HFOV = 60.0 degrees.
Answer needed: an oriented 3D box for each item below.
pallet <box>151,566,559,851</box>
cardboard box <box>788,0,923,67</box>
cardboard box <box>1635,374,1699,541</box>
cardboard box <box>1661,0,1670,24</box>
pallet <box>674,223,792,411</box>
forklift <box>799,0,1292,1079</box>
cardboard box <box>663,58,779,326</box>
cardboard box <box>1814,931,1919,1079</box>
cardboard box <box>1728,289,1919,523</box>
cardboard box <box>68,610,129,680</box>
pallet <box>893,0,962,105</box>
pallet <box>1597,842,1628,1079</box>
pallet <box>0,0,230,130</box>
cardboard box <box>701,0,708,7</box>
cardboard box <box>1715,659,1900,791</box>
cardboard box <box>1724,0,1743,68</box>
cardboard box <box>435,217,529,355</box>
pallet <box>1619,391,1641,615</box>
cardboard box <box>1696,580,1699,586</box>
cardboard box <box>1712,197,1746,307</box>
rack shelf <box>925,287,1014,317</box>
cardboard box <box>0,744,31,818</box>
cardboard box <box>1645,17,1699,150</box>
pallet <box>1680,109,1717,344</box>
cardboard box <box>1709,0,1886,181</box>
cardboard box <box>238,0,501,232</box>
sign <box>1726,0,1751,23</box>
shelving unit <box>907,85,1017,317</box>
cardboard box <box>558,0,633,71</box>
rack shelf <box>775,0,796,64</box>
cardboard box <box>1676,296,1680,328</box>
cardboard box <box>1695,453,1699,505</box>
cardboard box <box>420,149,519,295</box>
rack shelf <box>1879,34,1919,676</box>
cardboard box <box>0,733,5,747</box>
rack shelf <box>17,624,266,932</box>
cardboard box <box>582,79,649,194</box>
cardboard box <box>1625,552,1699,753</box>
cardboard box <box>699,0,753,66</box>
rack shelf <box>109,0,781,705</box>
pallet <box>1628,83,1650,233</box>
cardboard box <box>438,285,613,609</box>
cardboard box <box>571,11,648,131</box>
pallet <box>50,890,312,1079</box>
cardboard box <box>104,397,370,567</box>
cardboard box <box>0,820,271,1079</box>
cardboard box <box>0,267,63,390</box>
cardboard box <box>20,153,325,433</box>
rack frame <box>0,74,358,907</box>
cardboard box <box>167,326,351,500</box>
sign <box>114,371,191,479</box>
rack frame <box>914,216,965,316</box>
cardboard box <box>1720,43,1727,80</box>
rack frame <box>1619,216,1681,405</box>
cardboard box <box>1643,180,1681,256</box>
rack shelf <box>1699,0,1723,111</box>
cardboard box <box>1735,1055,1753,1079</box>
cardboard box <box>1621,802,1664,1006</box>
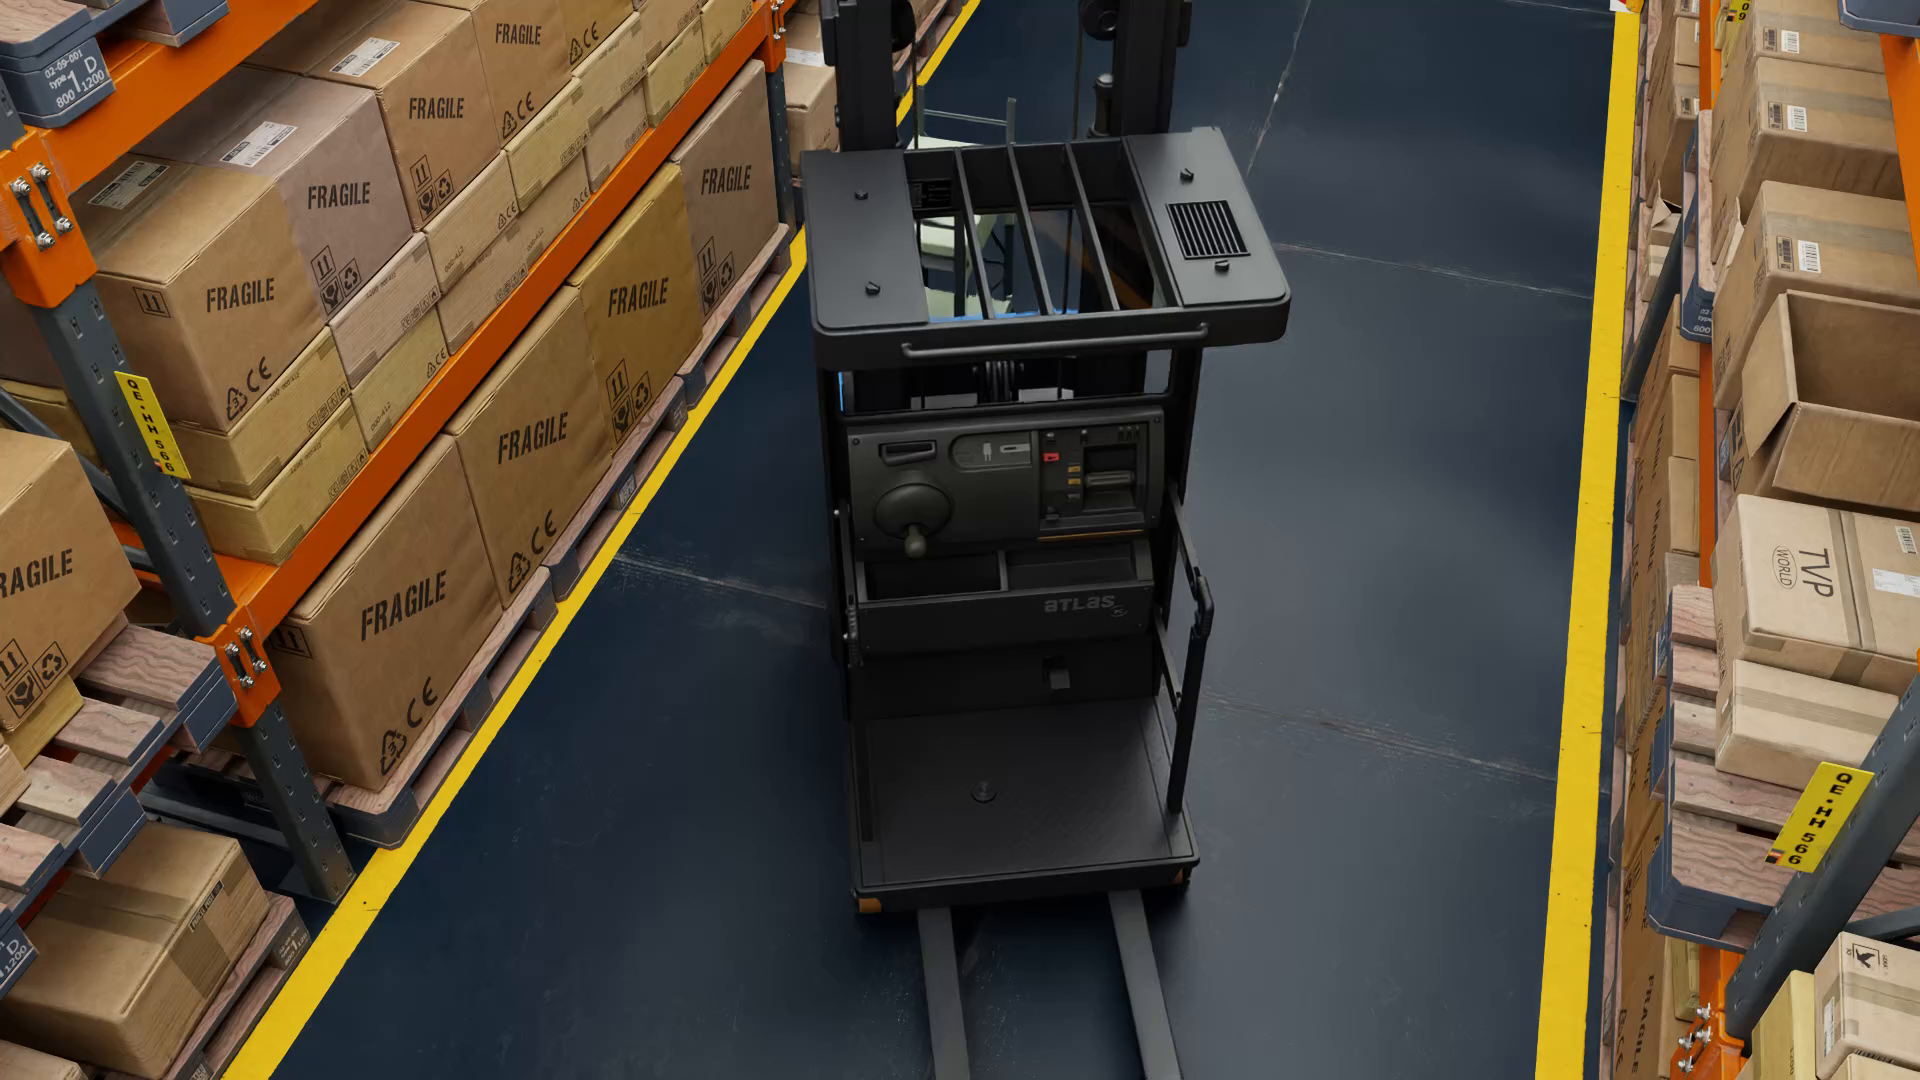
[{"bbox_3d":[-2.211,0.483,6.106,1.003,0.211,1.213,13,46,13],"label":"pallet"},{"bbox_3d":[-0.747,-2.898,9.098,0.875,0.438,0.875,11,45,11],"label":"cardboard box"},{"bbox_3d":[2.909,-0.247,6.345,0.500,0.500,0.500,12,46,12],"label":"cardboard box"},{"bbox_3d":[4.357,-3.158,9.318,0.797,0.503,0.637,11,45,11],"label":"cardboard box"},{"bbox_3d":[-1.472,-1.144,7.768,1.003,0.211,1.213,13,46,13],"label":"pallet"},{"bbox_3d":[0.166,-0.077,4.733,1.130,2.935,3.031,-4,45,-5],"label":"forklift"},{"bbox_3d":[-1.422,-1.631,7.491,0.875,0.875,0.875,14,46,14],"label":"cardboard box"},{"bbox_3d":[1.833,0.927,3.123,0.380,0.149,0.250,14,46,14],"label":"cardboard box"},{"bbox_3d":[2.528,-0.270,4.507,0.797,0.503,0.637,12,46,12],"label":"cardboard box"},{"bbox_3d":[-2.397,0.204,4.277,0.380,0.149,0.250,14,46,14],"label":"cardboard box"},{"bbox_3d":[-0.638,-2.980,9.645,1.003,0.211,1.213,13,46,12],"label":"pallet"},{"bbox_3d":[2.472,1.551,5.014,1.003,0.211,1.213,13,46,13],"label":"pallet"},{"bbox_3d":[-2.377,-1.450,4.077,1.213,0.211,1.003,15,46,14],"label":"pallet"},{"bbox_3d":[-1.212,-2.450,6.859,0.500,0.250,0.500,12,46,12],"label":"cardboard box"},{"bbox_3d":[2.043,0.465,4.010,0.380,0.149,0.250,13,46,13],"label":"cardboard box"},{"bbox_3d":[3.343,-2.066,6.611,0.500,0.250,0.500,14,46,14],"label":"cardboard box"},{"bbox_3d":[-1.831,-0.918,5.651,0.500,0.250,0.500,14,46,14],"label":"cardboard box"},{"bbox_3d":[3.211,-0.075,6.676,1.003,0.211,1.213,13,46,13],"label":"pallet"},{"bbox_3d":[2.546,0.295,5.327,0.380,0.149,0.250,11,45,11],"label":"cardboard box"},{"bbox_3d":[2.635,-0.879,5.300,0.396,0.266,0.258,15,46,14],"label":"cardboard box"},{"bbox_3d":[-0.079,-0.691,6.850,0.431,0.370,0.720,11,45,11],"label":"rack shelf"},{"bbox_3d":[-2.443,0.575,3.897,0.380,0.149,0.250,12,46,12],"label":"cardboard box"},{"bbox_3d":[3.806,-2.264,8.406,0.500,0.500,0.500,13,46,13],"label":"cardboard box"},{"bbox_3d":[3.075,-1.044,5.809,1.003,0.211,1.213,13,46,13],"label":"pallet"},{"bbox_3d":[3.062,-1.533,5.800,0.700,0.500,0.500,14,46,14],"label":"cardboard box"},{"bbox_3d":[-1.827,-1.349,5.197,0.500,0.500,0.500,14,46,14],"label":"cardboard box"},{"bbox_3d":[2.902,-2.041,6.072,0.100,0.325,0.005,13,46,13],"label":"sign"},{"bbox_3d":[-0.079,-0.924,6.621,0.431,1.500,0.755,11,45,11],"label":"shelving unit"},{"bbox_3d":[-1.528,-2.033,5.896,0.500,0.500,0.500,14,46,14],"label":"cardboard box"},{"bbox_3d":[-0.705,-3.747,8.949,1.077,0.370,4.000,13,46,13],"label":"rack shelf"},{"bbox_3d":[3.059,-0.928,6.577,0.380,0.149,0.250,15,46,14],"label":"cardboard box"},{"bbox_3d":[2.801,-0.209,5.842,0.380,0.149,0.250,12,46,12],"label":"cardboard box"},{"bbox_3d":[-1.813,-1.089,5.468,0.500,0.250,0.500,12,46,12],"label":"cardboard box"},{"bbox_3d":[2.816,-1.104,4.103,1.077,0.370,4.000,13,46,13],"label":"rack shelf"},{"bbox_3d":[-2.541,0.412,3.600,0.500,0.500,0.500,12,46,12],"label":"cardboard box"},{"bbox_3d":[-3.127,1.586,3.499,1.077,0.370,4.000,13,46,13],"label":"rack shelf"},{"bbox_3d":[-1.532,-1.593,6.341,0.500,0.250,0.500,11,46,11],"label":"cardboard box"},{"bbox_3d":[2.590,0.429,5.654,0.500,0.500,0.500,11,45,11],"label":"cardboard box"},{"bbox_3d":[-1.206,-2.265,7.027,0.500,0.250,0.500,12,46,12],"label":"cardboard box"},{"bbox_3d":[-1.916,-1.081,6.224,1.077,0.370,4.000,13,46,13],"label":"rack shelf"},{"bbox_3d":[3.998,-1.899,8.539,1.003,0.211,1.213,13,46,13],"label":"pallet"},{"bbox_3d":[-1.959,-0.432,6.265,0.875,0.875,0.875,13,46,13],"label":"cardboard box"},{"bbox_3d":[-1.508,-1.769,6.163,0.500,0.250,0.500,14,46,13],"label":"cardboard box"},{"bbox_3d":[-2.760,1.513,5.053,1.003,0.211,1.213,13,46,13],"label":"pallet"},{"bbox_3d":[-2.134,-0.224,4.941,0.500,0.250,0.500,12,46,12],"label":"cardboard box"},{"bbox_3d":[-2.702,1.159,4.999,0.950,0.372,0.625,10,45,10],"label":"cardboard box"},{"bbox_3d":[-2.614,-0.798,4.634,0.500,0.500,0.500,11,46,11],"label":"cardboard box"},{"bbox_3d":[-2.139,-0.675,4.508,0.500,0.500,0.500,11,45,11],"label":"cardboard box"},{"bbox_3d":[-2.522,-0.005,4.610,1.000,3.000,0.127,13,46,13],"label":"rack frame"},{"bbox_3d":[-2.133,-0.415,4.779,0.500,0.250,0.500,12,46,12],"label":"cardboard box"},{"bbox_3d":[-2.002,-0.281,4.122,0.100,0.325,0.005,13,46,13],"label":"sign"},{"bbox_3d":[-0.178,-0.677,6.370,0.400,1.500,0.023,11,45,11],"label":"rack frame"},{"bbox_3d":[3.335,-1.976,6.805,0.380,0.149,0.250,14,46,14],"label":"cardboard box"},{"bbox_3d":[3.421,-1.622,6.263,1.000,3.000,0.127,13,46,13],"label":"rack frame"},{"bbox_3d":[3.418,-1.466,7.758,0.396,0.266,0.258,14,46,14],"label":"cardboard box"},{"bbox_3d":[4.027,-2.698,7.877,1.077,0.370,4.000,13,46,13],"label":"rack shelf"},{"bbox_3d":[1.843,1.342,3.341,0.500,0.250,0.500,13,46,13],"label":"cardboard box"},{"bbox_3d":[2.295,1.129,4.939,0.500,0.500,0.500,12,46,12],"label":"cardboard box"}]
